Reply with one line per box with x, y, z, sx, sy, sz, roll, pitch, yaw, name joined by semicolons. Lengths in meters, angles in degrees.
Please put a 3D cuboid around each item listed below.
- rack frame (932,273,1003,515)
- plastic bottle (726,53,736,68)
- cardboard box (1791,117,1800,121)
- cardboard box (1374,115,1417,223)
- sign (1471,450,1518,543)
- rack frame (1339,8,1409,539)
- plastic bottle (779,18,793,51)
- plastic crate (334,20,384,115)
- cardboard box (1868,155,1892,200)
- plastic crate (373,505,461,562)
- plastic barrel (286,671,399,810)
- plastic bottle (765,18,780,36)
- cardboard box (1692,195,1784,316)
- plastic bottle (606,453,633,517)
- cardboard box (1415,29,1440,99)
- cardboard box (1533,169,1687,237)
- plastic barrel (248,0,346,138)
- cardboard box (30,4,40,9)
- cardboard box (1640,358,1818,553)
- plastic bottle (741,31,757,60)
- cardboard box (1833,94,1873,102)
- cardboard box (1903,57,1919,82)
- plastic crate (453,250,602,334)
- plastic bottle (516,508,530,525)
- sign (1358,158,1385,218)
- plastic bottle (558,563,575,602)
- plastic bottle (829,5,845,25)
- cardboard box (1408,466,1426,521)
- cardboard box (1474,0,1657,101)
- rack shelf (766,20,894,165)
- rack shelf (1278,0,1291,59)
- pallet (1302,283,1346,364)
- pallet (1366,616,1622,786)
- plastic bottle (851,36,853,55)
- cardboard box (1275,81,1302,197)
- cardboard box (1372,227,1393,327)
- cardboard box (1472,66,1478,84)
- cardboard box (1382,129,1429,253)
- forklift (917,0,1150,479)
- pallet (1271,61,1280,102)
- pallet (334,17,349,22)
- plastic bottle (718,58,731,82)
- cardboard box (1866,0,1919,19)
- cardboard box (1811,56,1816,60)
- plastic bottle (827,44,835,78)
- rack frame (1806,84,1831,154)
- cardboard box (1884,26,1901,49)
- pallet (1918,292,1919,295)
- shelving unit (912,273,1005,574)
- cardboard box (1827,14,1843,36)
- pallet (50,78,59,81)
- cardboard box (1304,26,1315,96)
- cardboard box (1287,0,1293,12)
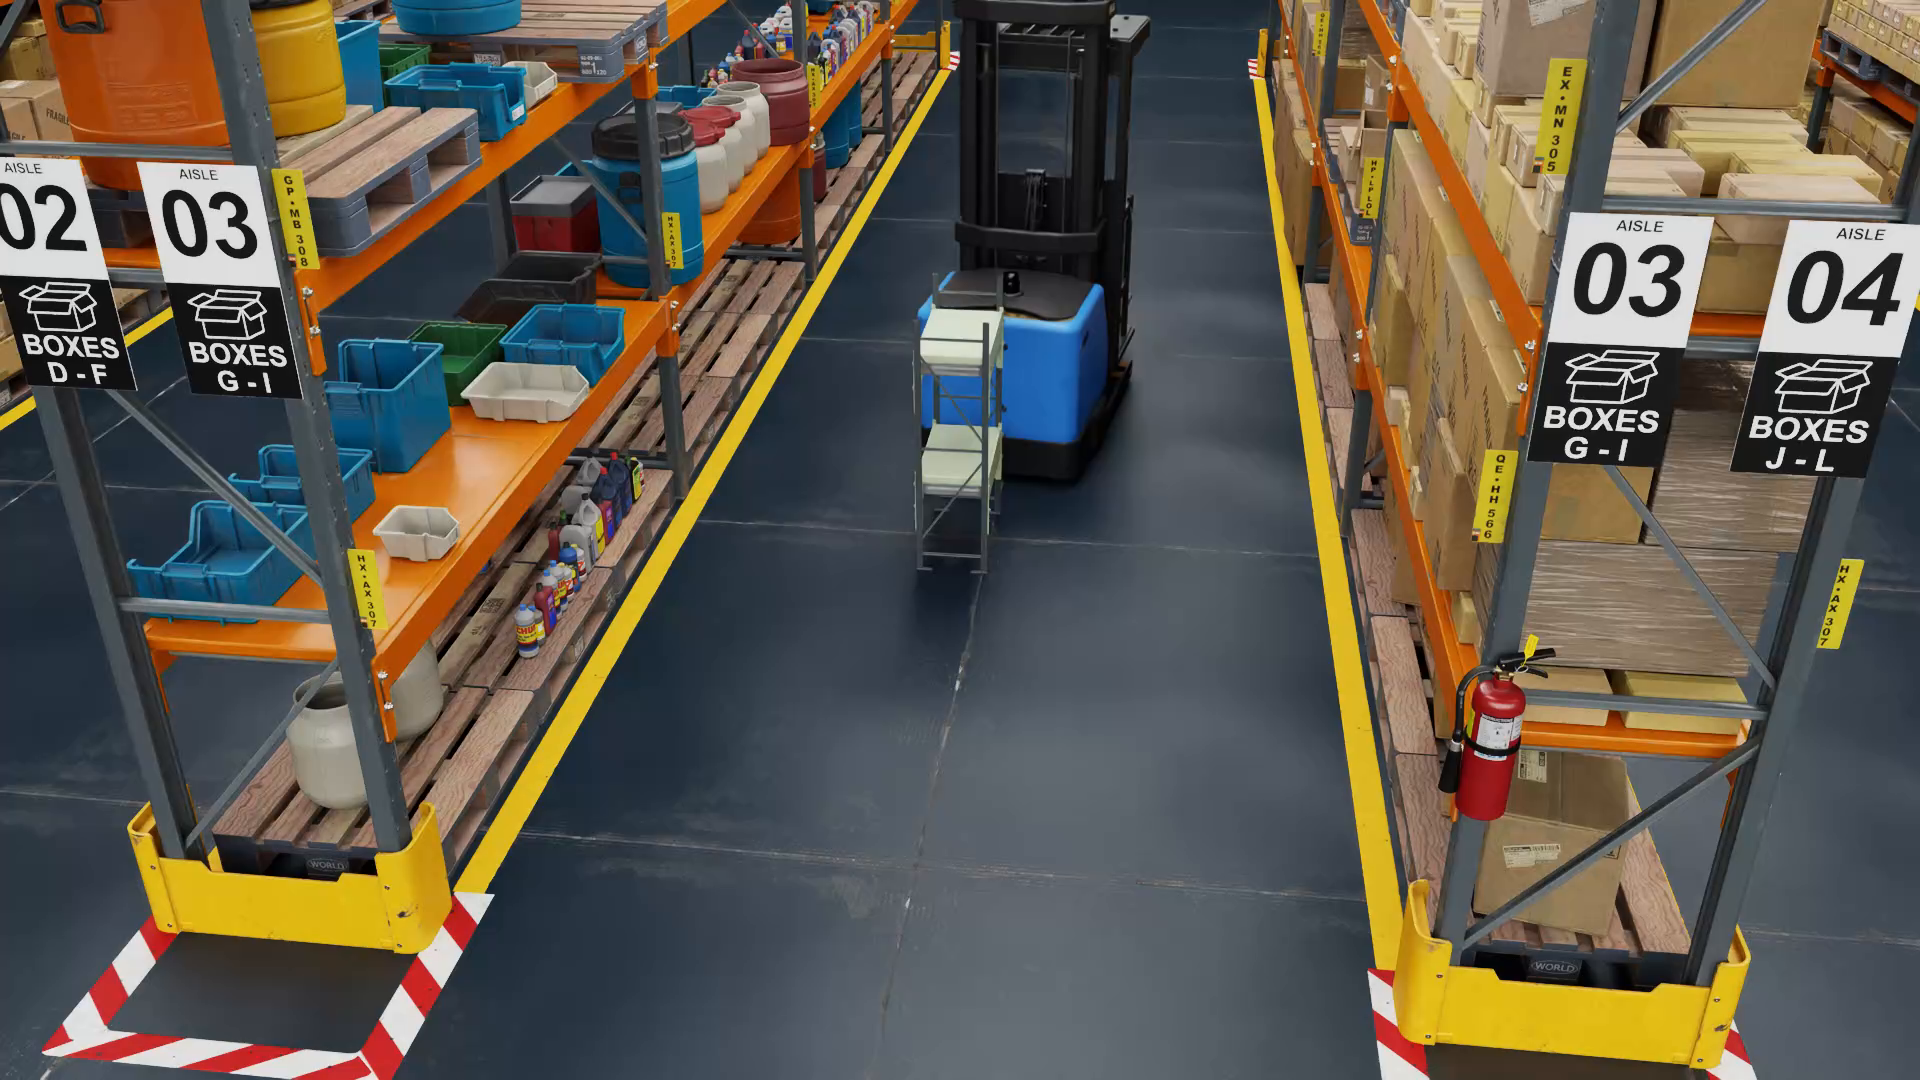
0.044;-0.829;9.708;0.400;1.500;0.023;3;28;6;rack frame
-1.954;-4.003;14.154;0.097;0.271;0.097;0;28;0;plastic bottle
8.372;-4.114;16.474;0.380;0.149;0.250;2;28;4;cardboard box
2.974;-2.144;9.491;1.000;1.000;1.000;4;29;7;cardboard box
1.699;-0.137;5.287;0.100;0.325;0.005;3;28;6;sign
2.737;-1.329;9.054;1.000;3.000;0.127;3;28;6;rack frame
-1.595;-4.687;15.419;0.152;0.276;0.135;3;28;6;plastic bottle
-2.734;-1.962;7.084;0.392;0.384;0.575;3;28;6;plastic crate
8.160;-3.014;14.375;0.500;0.500;0.500;4;29;7;cardboard box
-2.239;-0.020;6.903;0.298;0.136;0.250;3;28;6;plastic crate
-2.664;0.862;7.167;0.421;0.512;0.421;0;28;0;plastic barrel
-1.746;-4.696;15.435;0.152;0.276;0.135;3;28;6;plastic bottle
2.563;-0.912;5.276;0.500;0.250;0.500;4;29;8;cardboard box
-1.971;-0.324;9.518;0.144;0.351;0.185;3;28;5;plastic bottle
2.368;-2.137;7.550;0.500;0.250;0.500;3;28;6;cardboard box
1.971;-1.025;5.065;0.380;0.149;0.250;3;28;6;cardboard box
-2.655;-1.866;6.247;0.600;0.588;0.600;0;28;0;plastic barrel
-10.895;-6.230;19.660;0.380;0.149;0.250;3;28;5;cardboard box
2.585;-0.304;5.679;0.500;0.500;0.500;3;28;6;cardboard box
-1.861;-4.304;14.627;0.144;0.351;0.185;3;28;6;plastic bottle
8.950;-4.349;16.595;0.380;0.149;0.250;3;28;5;cardboard box
7.904;-3.813;13.486;0.380;0.149;0.250;4;29;8;cardboard box
-2.369;-1.350;9.159;0.767;0.338;0.504;3;28;6;plastic crate
-2.546;-0.280;9.436;0.144;0.351;0.185;3;28;6;plastic bottle
2.186;-1.869;8.836;0.100;0.325;0.005;3;28;6;sign
-2.071;0.214;8.677;0.097;0.201;0.097;0;28;0;plastic bottle
-1.152;-4.830;15.605;0.144;0.351;0.185;3;28;6;plastic bottle
2.157;-0.194;7.212;0.380;0.149;0.250;3;28;6;cardboard box
2.186;-1.906;6.016;0.500;0.500;0.500;3;28;6;cardboard box
-1.443;-4.124;15.001;1.077;0.370;4.000;3;28;6;rack shelf
3.963;-5.719;17.962;1.077;0.370;4.000;3;28;6;rack shelf
3.130;-1.616;12.528;1.003;0.211;1.213;3;28;6;pallet
2.543;0.793;8.056;1.003;0.211;1.213;3;28;6;pallet
-1.036;-4.562;15.264;0.097;0.201;0.097;0;28;0;plastic bottle
3.550;-3.621;15.106;1.225;0.875;0.875;2;28;4;cardboard box
2.621;-1.296;8.573;0.875;0.500;0.500;3;28;6;cardboard box
2.272;-1.885;6.661;0.380;0.149;0.250;4;29;7;cardboard box
2.430;-1.747;8.357;0.500;0.500;0.500;3;28;6;cardboard box
0.600;-2.349;11.021;1.130;2.935;3.031;7;29;13;forklift
4.187;-5.369;19.493;1.003;0.211;1.213;3;28;6;pallet
-6.370;-4.620;15.366;1.003;0.211;1.213;3;28;6;pallet
-1.978;-3.912;13.984;0.097;0.271;0.097;0;28;0;plastic bottle
8.028;-4.567;14.259;0.380;0.149;0.250;3;28;6;cardboard box
9.216;-5.207;18.188;0.380;0.149;0.250;2;28;4;cardboard box
-1.128;-4.174;14.459;0.061;0.283;0.133;3;28;6;plastic bottle
8.628;-4.759;15.420;1.000;3.000;0.127;3;28;6;rack frame
7.967;-4.187;13.868;0.380;0.149;0.250;3;28;5;cardboard box
8.235;-2.016;13.270;1.003;0.211;1.213;3;28;6;pallet
-0.001;-0.657;9.388;0.431;1.500;0.755;3;28;6;shelving unit
8.123;-4.674;15.086;0.380;0.149;0.250;2;28;4;cardboard box
-10.860;-5.084;18.964;1.003;0.211;1.213;3;28;6;pallet
3.169;-3.981;13.872;0.500;0.500;0.500;2;28;5;cardboard box
3.511;-5.383;16.423;0.500;0.250;0.500;3;28;5;cardboard box
